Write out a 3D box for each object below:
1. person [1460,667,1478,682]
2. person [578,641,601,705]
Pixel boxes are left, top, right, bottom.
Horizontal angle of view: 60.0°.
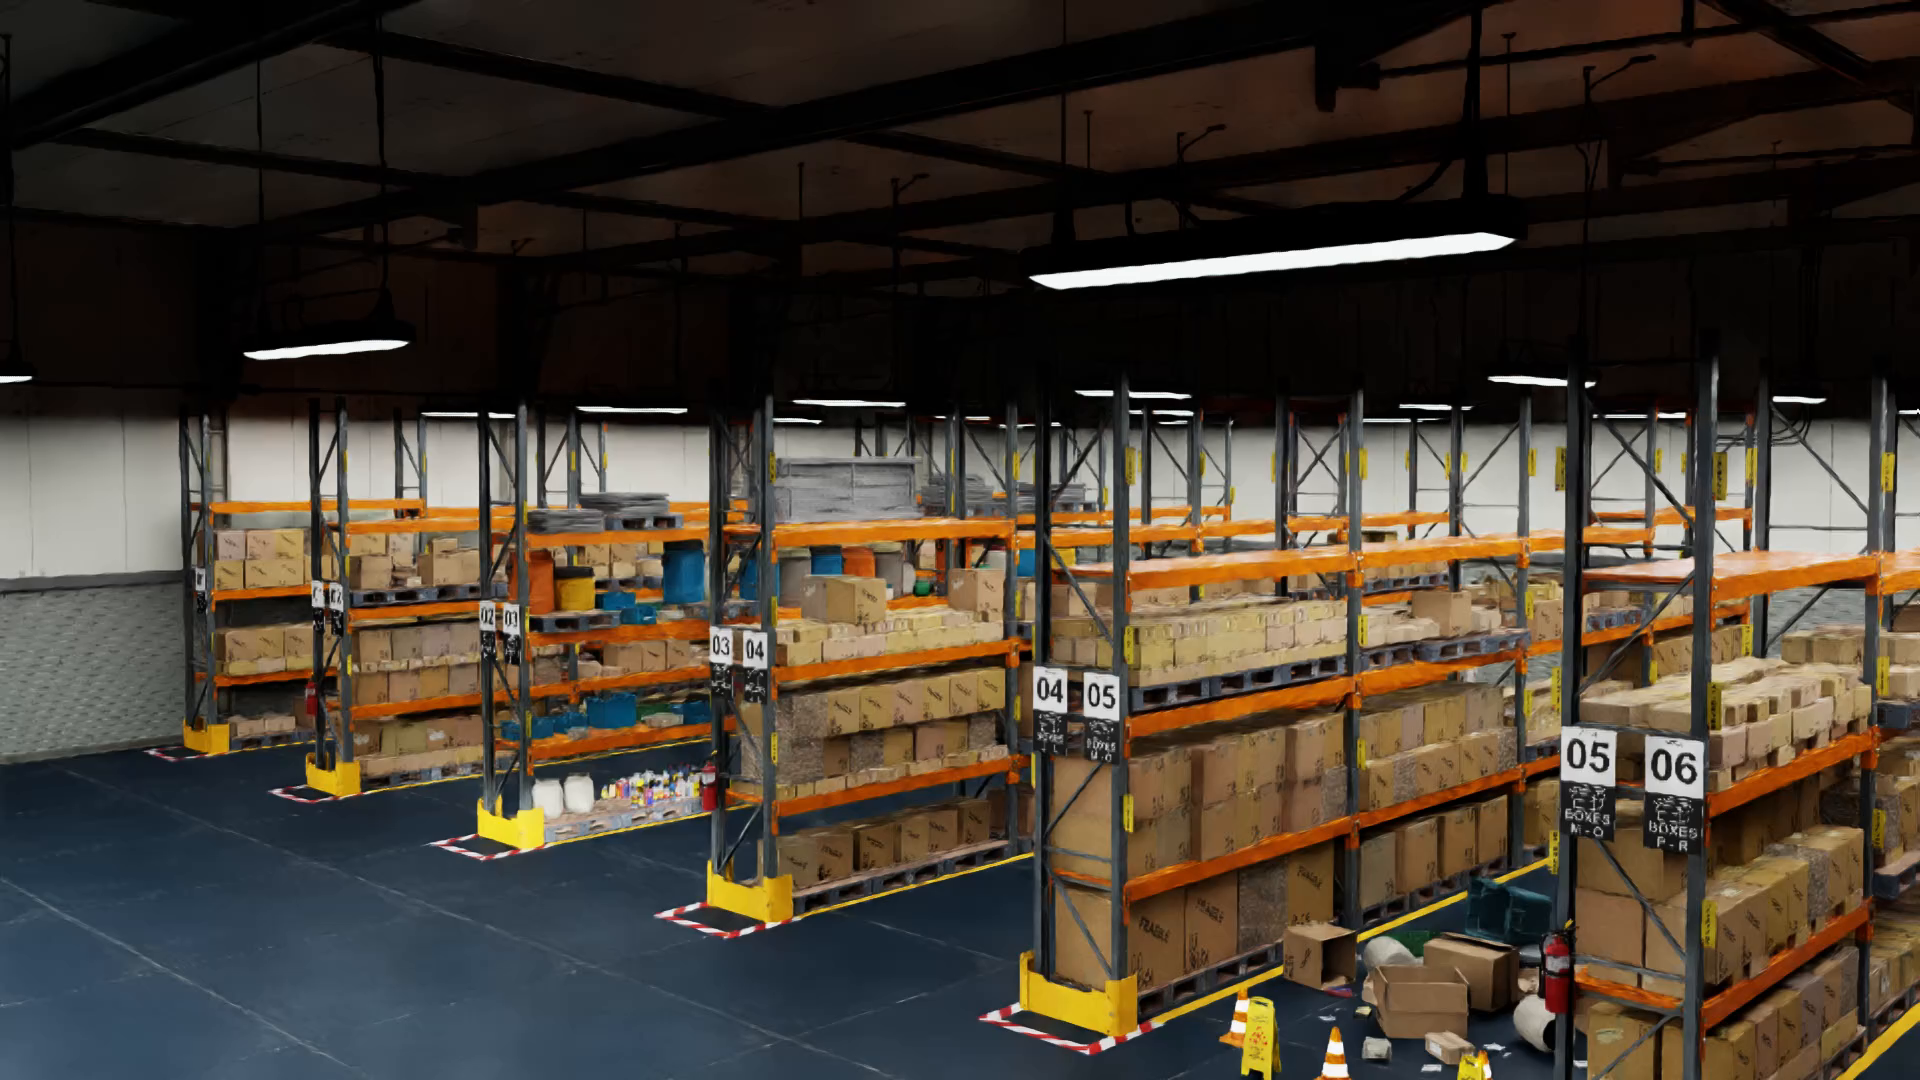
[{"bbox_3d":[9.779,2.577,32.427,0.619,1.769,0.600,0,3,8],"label":"person"},{"bbox_3d":[-6.959,2.681,30.697,1.193,1.698,0.598,-3,4,-44],"label":"person"}]
